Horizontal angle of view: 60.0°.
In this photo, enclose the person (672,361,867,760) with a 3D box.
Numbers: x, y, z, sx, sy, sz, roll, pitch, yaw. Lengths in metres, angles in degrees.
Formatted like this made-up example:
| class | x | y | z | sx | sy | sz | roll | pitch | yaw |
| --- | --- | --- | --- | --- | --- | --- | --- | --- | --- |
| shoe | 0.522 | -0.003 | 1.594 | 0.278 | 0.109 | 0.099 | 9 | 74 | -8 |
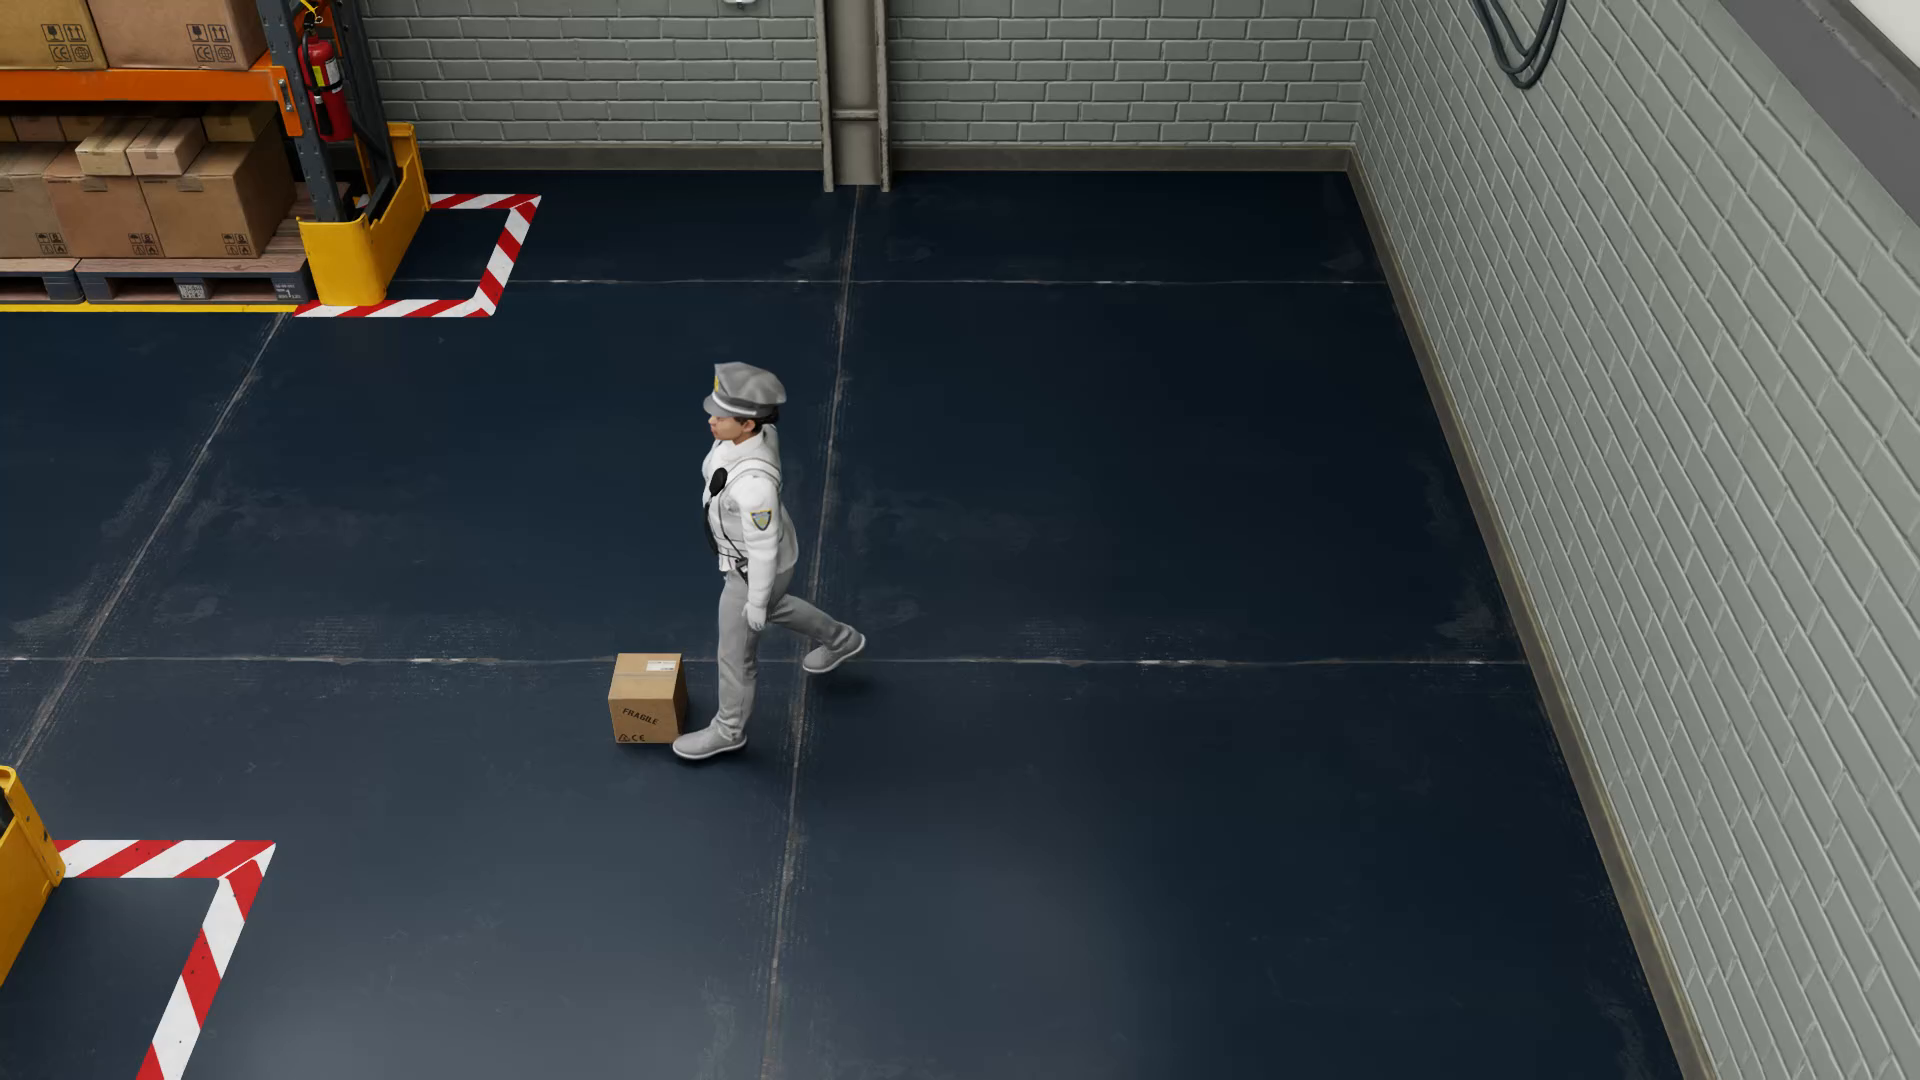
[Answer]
| class | x | y | z | sx | sy | sz | roll | pitch | yaw |
| --- | --- | --- | --- | --- | --- | --- | --- | --- | --- |
| person | -0.737 | 0.059 | 6.040 | 0.787 | 1.669 | 0.526 | -5 | 40 | -6 |
